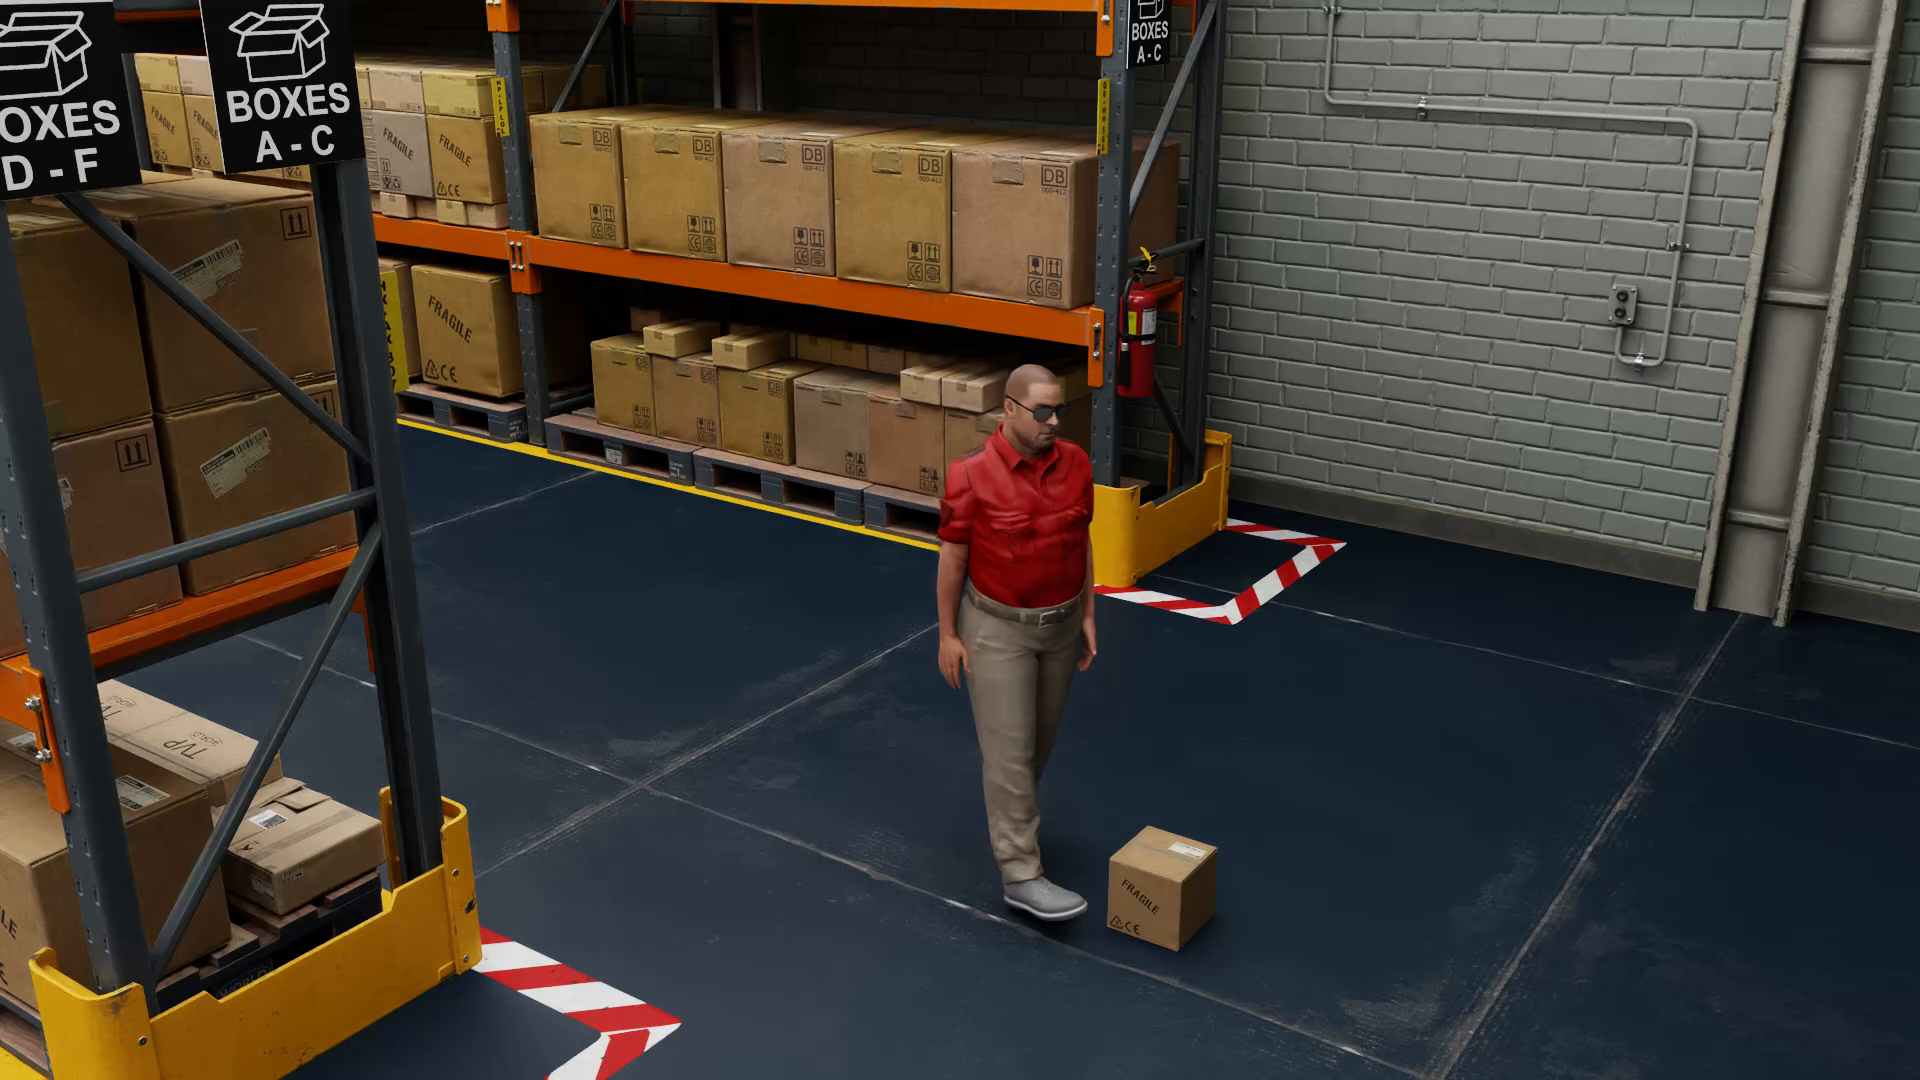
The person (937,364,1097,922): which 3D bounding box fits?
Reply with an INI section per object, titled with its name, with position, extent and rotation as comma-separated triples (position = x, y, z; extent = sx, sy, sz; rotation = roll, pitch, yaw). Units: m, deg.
[person]
position = 0.258, 0.317, 5.195
extent = 0.540, 1.715, 0.703
rotation = -11, 23, -28
